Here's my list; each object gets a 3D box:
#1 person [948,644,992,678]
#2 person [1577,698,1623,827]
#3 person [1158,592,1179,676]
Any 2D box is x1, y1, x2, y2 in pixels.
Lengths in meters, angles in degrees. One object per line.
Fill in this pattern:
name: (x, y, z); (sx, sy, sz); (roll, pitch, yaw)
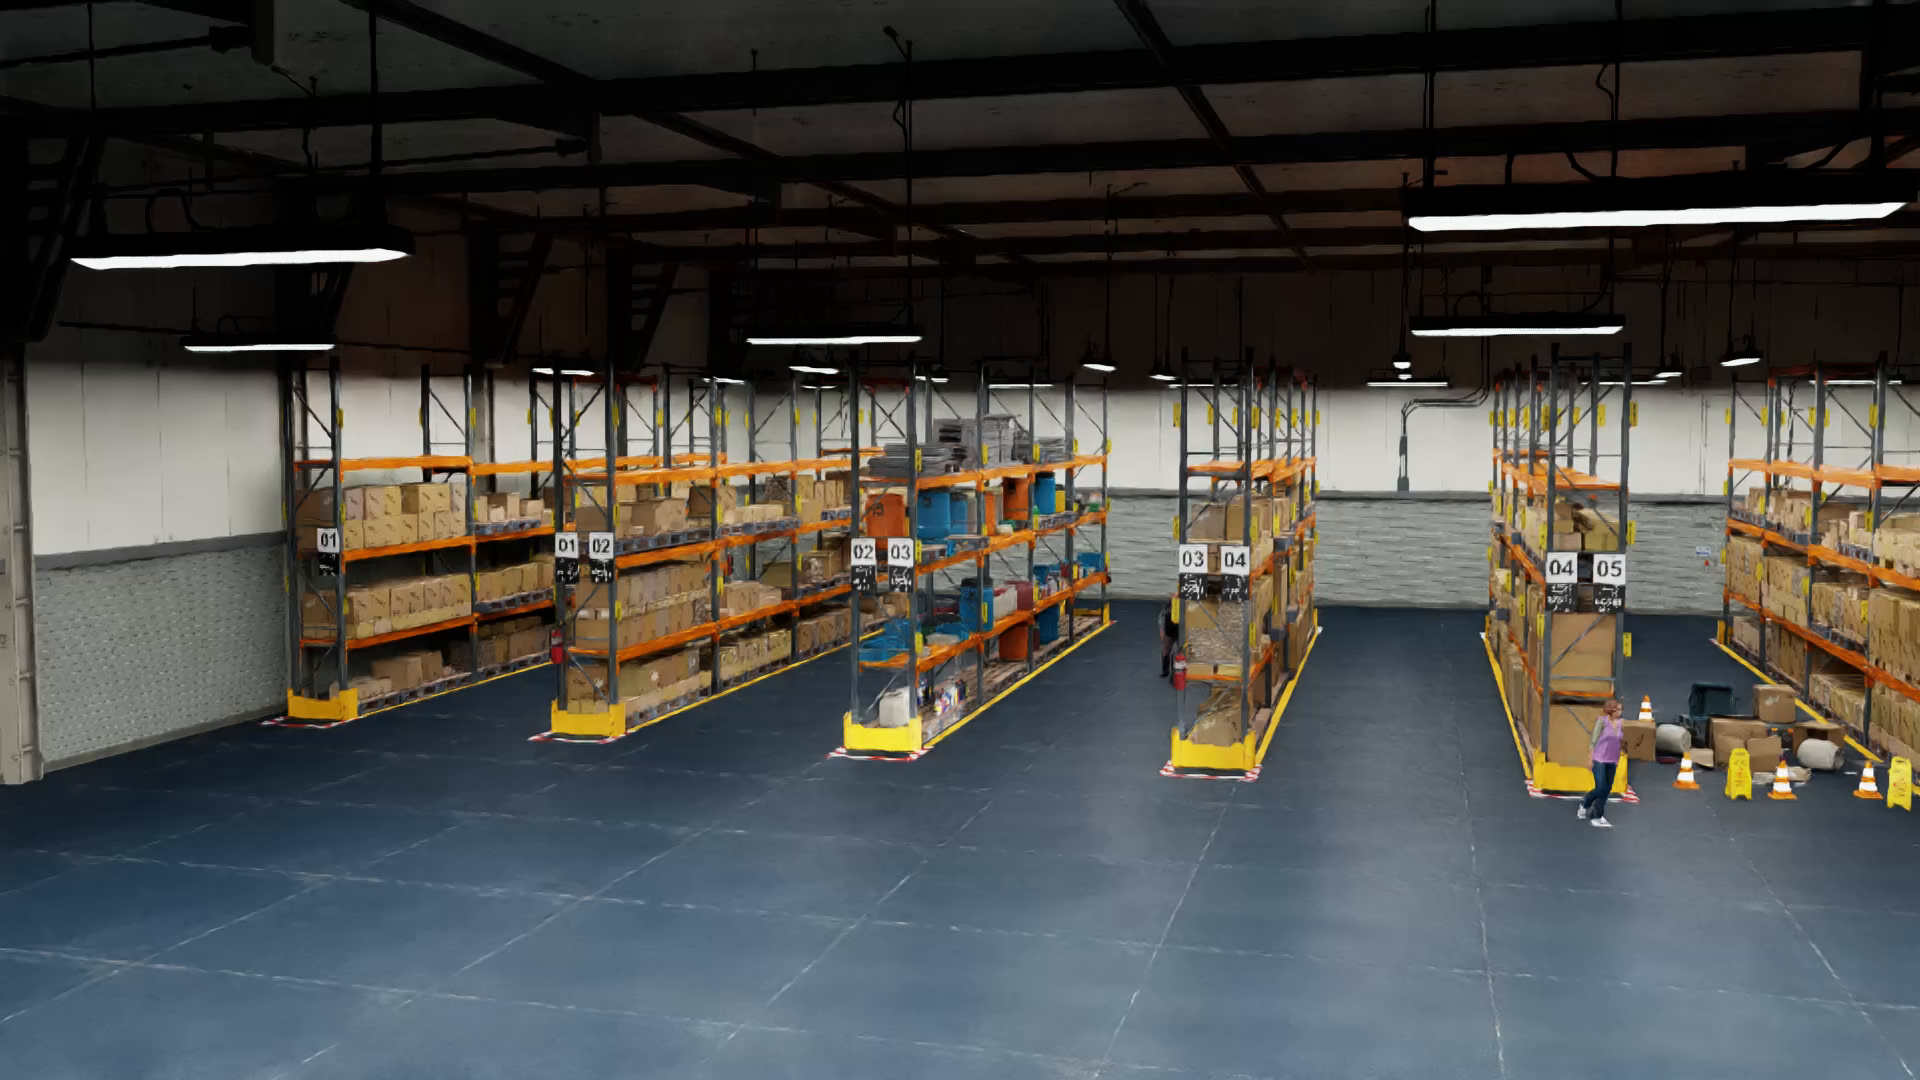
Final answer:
person: (0.217, 1.858, 31.768); (0.531, 1.618, 0.955); (3, 5, 37)
person: (7.859, 2.714, 20.372); (0.477, 1.589, 0.450); (-2, 5, -23)
person: (4.135, 1.827, 31.978); (0.677, 1.674, 0.534); (1, 4, 13)
